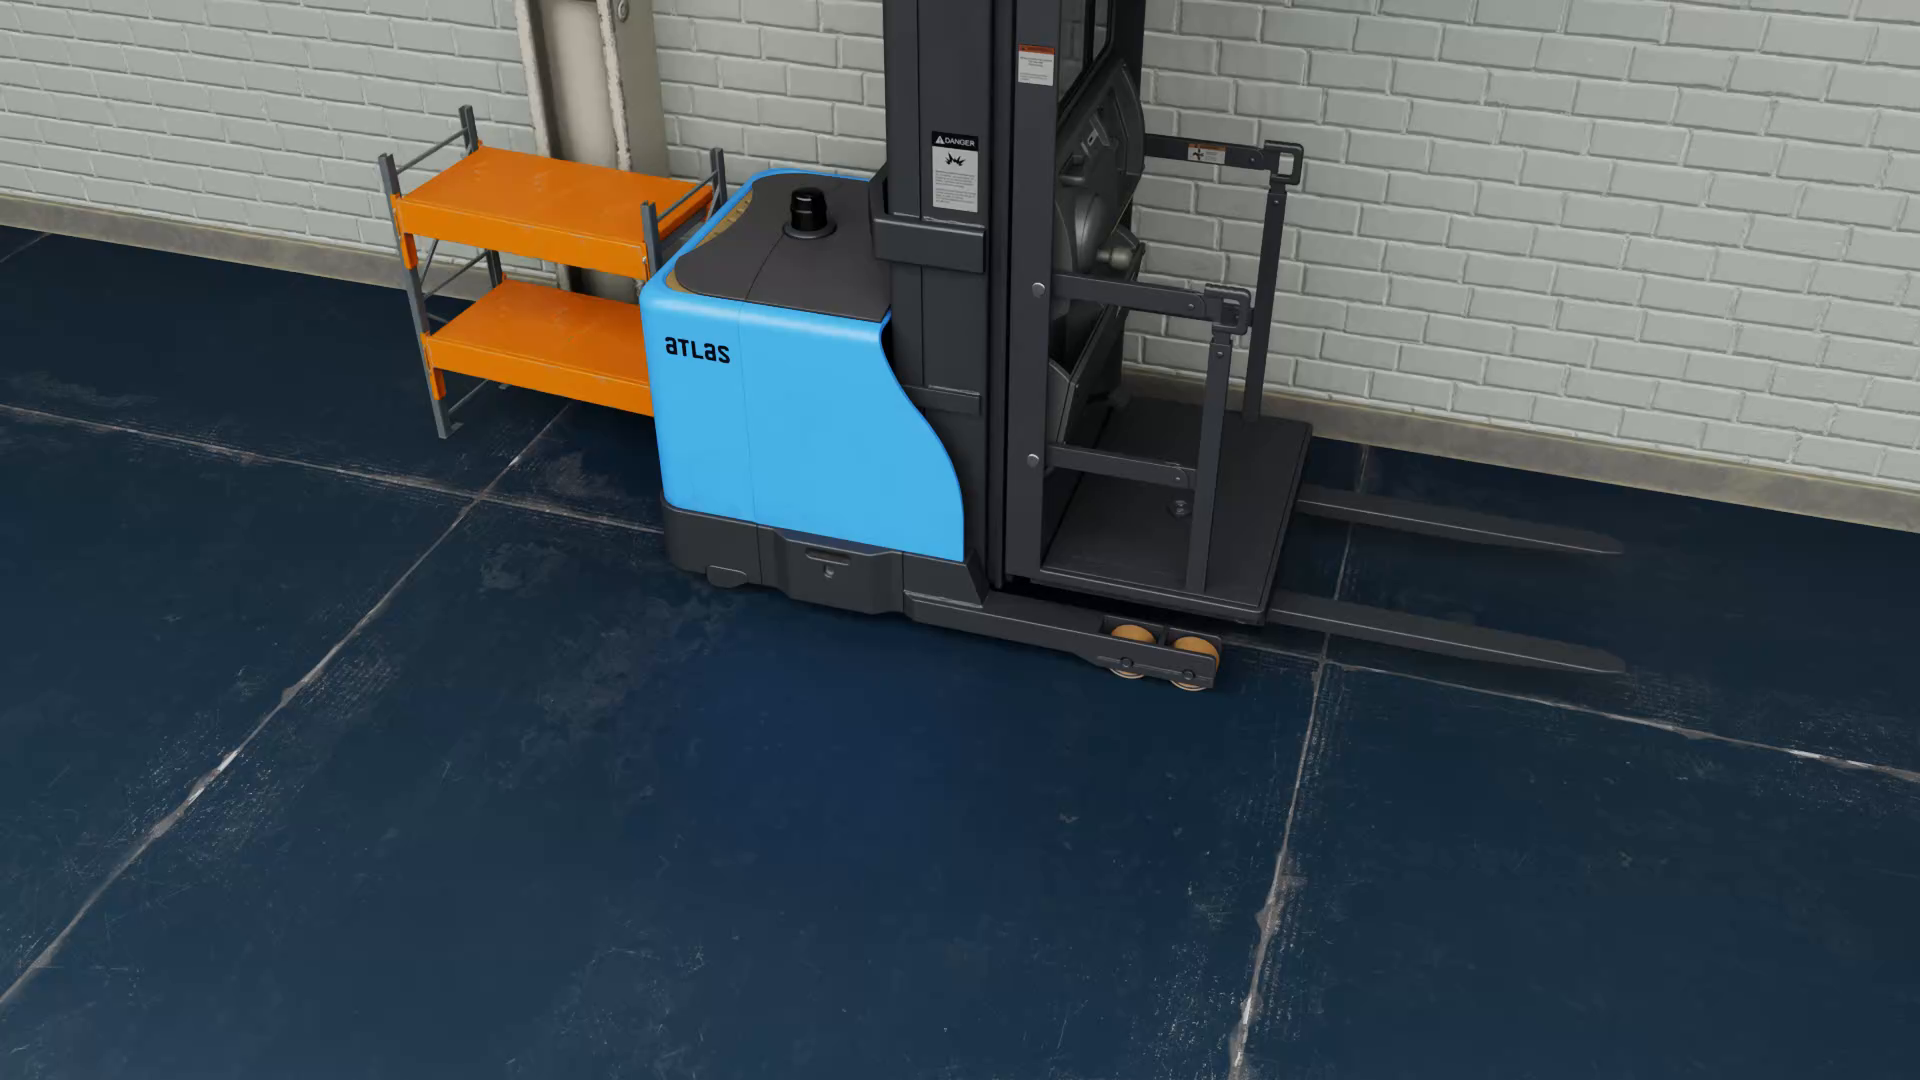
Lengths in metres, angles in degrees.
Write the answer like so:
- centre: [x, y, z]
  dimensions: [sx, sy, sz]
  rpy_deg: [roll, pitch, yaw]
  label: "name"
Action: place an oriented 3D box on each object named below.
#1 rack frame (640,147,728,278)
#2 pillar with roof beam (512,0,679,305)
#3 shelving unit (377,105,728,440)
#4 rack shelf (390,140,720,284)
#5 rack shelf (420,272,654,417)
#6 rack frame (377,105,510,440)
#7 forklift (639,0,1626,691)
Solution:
- centre: [-0.914, -0.749, 5.818]
  dimensions: [0.032, 1.125, 0.500]
  rpy_deg: [13, 38, 17]
  label: "rack frame"
- centre: [-2.652, -2.009, 0.889]
  dimensions: [0.400, 9.000, 9.100]
  rpy_deg: [10, 38, 14]
  label: "pillar with roof beam"
- centre: [-1.386, -0.861, 5.970]
  dimensions: [1.048, 1.125, 0.538]
  rpy_deg: [13, 38, 17]
  label: "shelving unit"
- centre: [-1.386, -1.096, 5.797]
  dimensions: [1.000, 0.278, 0.538]
  rpy_deg: [13, 38, 17]
  label: "rack shelf"
- centre: [-1.386, -0.664, 6.115]
  dimensions: [1.000, 0.278, 0.538]
  rpy_deg: [13, 38, 17]
  label: "rack shelf"
- centre: [-1.858, -0.972, 6.122]
  dimensions: [0.032, 1.125, 0.500]
  rpy_deg: [13, 38, 17]
  label: "rack frame"
- centre: [0.594, -1.070, 4.731]
  dimensions: [3.031, 2.935, 1.130]
  rpy_deg: [10, 38, 14]
  label: "forklift"
